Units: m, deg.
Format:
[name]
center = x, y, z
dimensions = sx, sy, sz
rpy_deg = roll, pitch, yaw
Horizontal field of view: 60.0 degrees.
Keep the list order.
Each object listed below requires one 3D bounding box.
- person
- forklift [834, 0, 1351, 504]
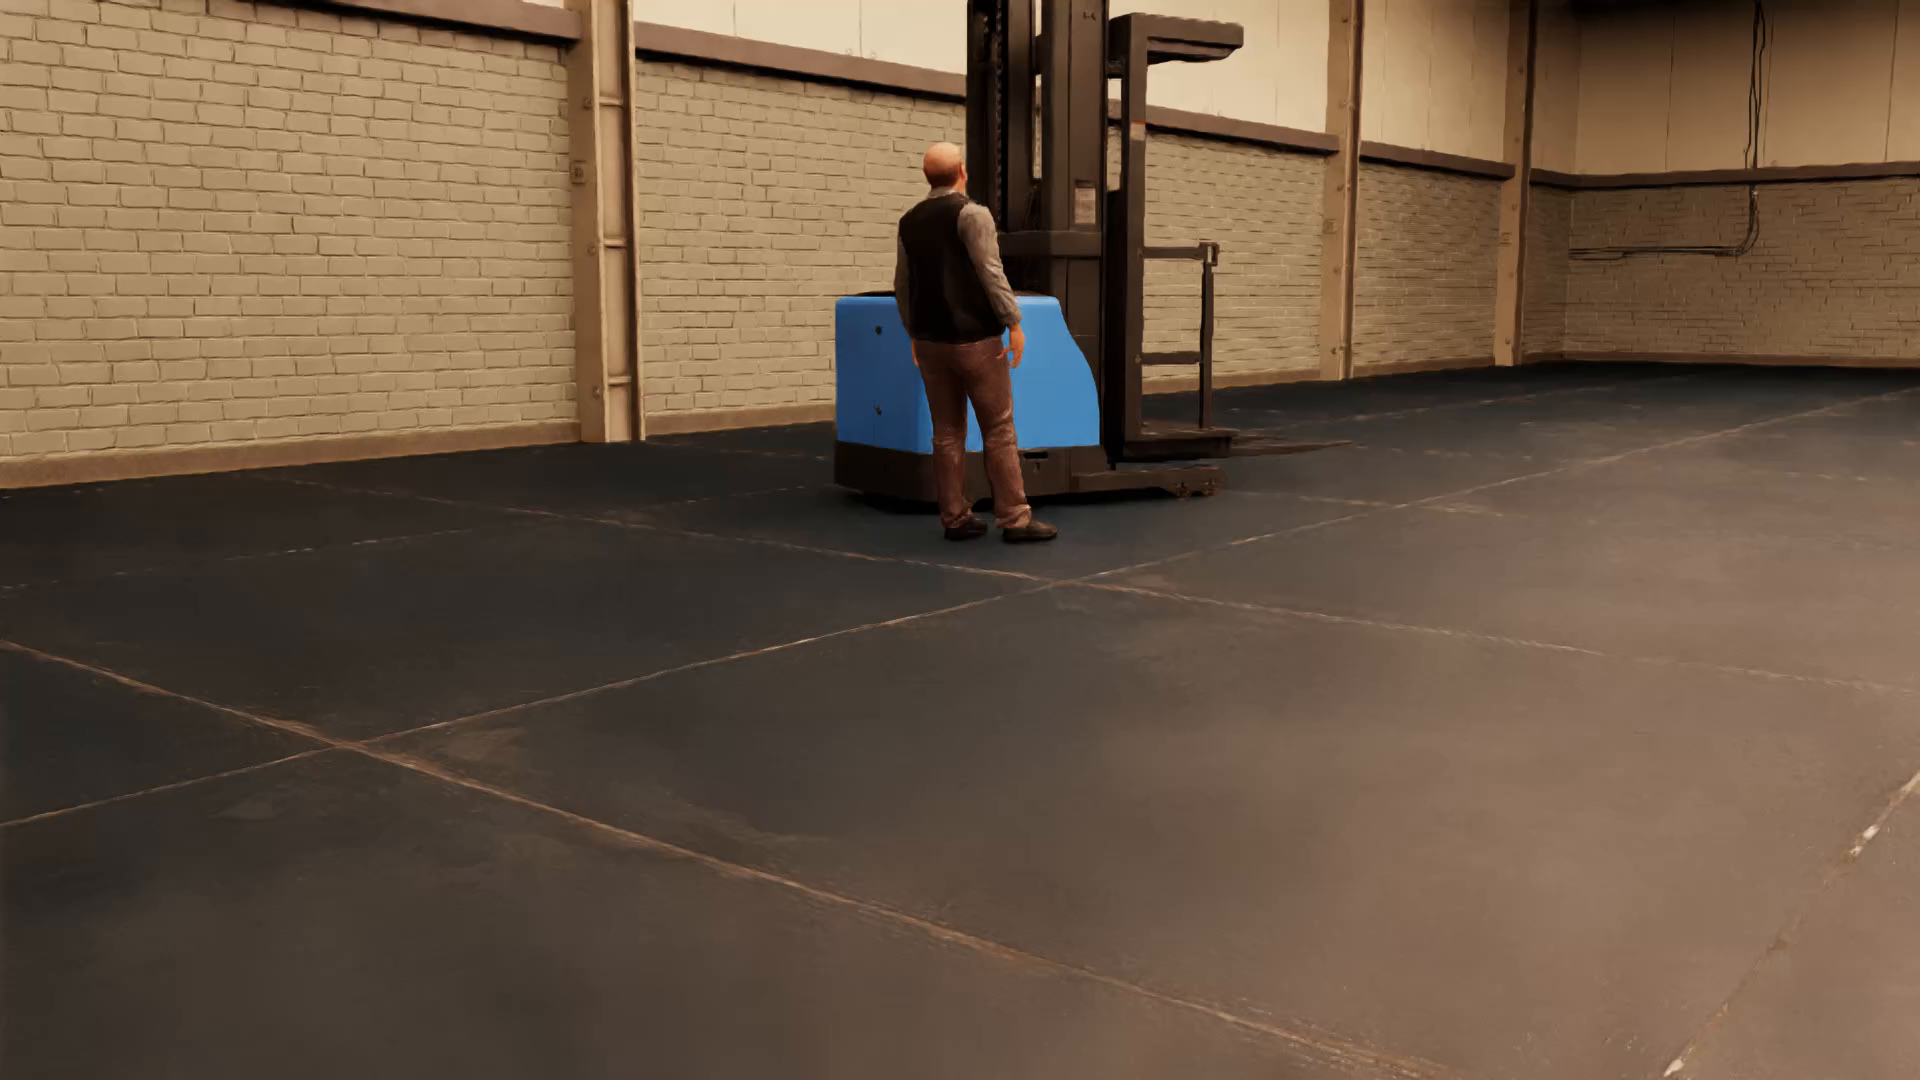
[person]
center = 0.045, -0.865, 7.322
dimensions = 0.632, 1.720, 0.567
rpy_deg = 7, 11, 38
[forklift]
center = 0.849, -1.739, 9.165
dimensions = 3.031, 2.935, 1.130
rpy_deg = -5, 10, -31
